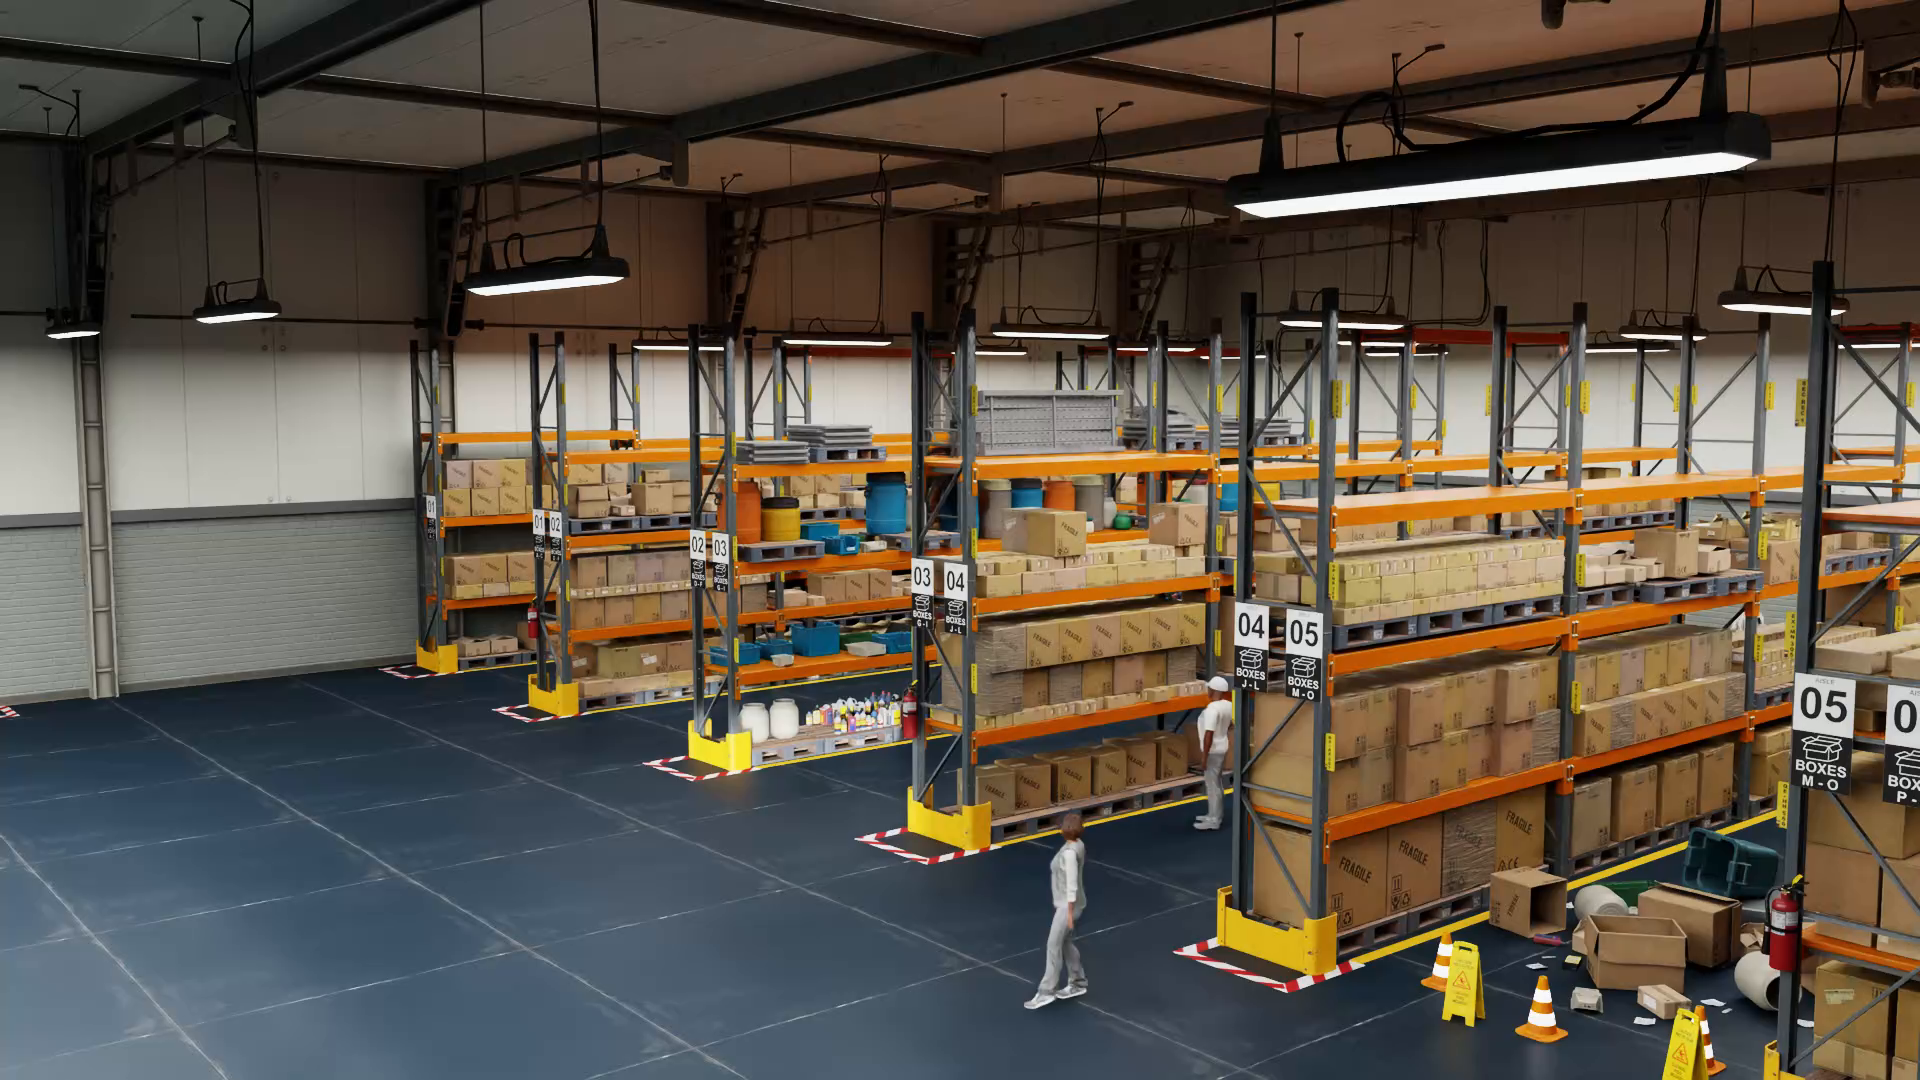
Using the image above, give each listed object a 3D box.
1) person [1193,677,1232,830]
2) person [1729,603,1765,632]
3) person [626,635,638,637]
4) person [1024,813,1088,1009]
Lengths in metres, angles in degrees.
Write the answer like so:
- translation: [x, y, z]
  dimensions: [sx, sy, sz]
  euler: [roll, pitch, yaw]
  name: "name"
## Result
- translation: [2.971, 2.474, 19.479]
  dimensions: [0.423, 1.767, 0.628]
  euler: [1, 5, 15]
  name: "person"
- translation: [12.766, 1.800, 26.959]
  dimensions: [0.571, 1.782, 0.573]
  euler: [1, 5, 9]
  name: "person"
- translation: [-5.825, 1.606, 29.248]
  dimensions: [0.518, 1.687, 0.447]
  euler: [-1, 5, -6]
  name: "person"
- translation: [0.811, 3.092, 13.997]
  dimensions: [0.551, 1.613, 0.494]
  euler: [0, 5, 1]
  name: "person"
